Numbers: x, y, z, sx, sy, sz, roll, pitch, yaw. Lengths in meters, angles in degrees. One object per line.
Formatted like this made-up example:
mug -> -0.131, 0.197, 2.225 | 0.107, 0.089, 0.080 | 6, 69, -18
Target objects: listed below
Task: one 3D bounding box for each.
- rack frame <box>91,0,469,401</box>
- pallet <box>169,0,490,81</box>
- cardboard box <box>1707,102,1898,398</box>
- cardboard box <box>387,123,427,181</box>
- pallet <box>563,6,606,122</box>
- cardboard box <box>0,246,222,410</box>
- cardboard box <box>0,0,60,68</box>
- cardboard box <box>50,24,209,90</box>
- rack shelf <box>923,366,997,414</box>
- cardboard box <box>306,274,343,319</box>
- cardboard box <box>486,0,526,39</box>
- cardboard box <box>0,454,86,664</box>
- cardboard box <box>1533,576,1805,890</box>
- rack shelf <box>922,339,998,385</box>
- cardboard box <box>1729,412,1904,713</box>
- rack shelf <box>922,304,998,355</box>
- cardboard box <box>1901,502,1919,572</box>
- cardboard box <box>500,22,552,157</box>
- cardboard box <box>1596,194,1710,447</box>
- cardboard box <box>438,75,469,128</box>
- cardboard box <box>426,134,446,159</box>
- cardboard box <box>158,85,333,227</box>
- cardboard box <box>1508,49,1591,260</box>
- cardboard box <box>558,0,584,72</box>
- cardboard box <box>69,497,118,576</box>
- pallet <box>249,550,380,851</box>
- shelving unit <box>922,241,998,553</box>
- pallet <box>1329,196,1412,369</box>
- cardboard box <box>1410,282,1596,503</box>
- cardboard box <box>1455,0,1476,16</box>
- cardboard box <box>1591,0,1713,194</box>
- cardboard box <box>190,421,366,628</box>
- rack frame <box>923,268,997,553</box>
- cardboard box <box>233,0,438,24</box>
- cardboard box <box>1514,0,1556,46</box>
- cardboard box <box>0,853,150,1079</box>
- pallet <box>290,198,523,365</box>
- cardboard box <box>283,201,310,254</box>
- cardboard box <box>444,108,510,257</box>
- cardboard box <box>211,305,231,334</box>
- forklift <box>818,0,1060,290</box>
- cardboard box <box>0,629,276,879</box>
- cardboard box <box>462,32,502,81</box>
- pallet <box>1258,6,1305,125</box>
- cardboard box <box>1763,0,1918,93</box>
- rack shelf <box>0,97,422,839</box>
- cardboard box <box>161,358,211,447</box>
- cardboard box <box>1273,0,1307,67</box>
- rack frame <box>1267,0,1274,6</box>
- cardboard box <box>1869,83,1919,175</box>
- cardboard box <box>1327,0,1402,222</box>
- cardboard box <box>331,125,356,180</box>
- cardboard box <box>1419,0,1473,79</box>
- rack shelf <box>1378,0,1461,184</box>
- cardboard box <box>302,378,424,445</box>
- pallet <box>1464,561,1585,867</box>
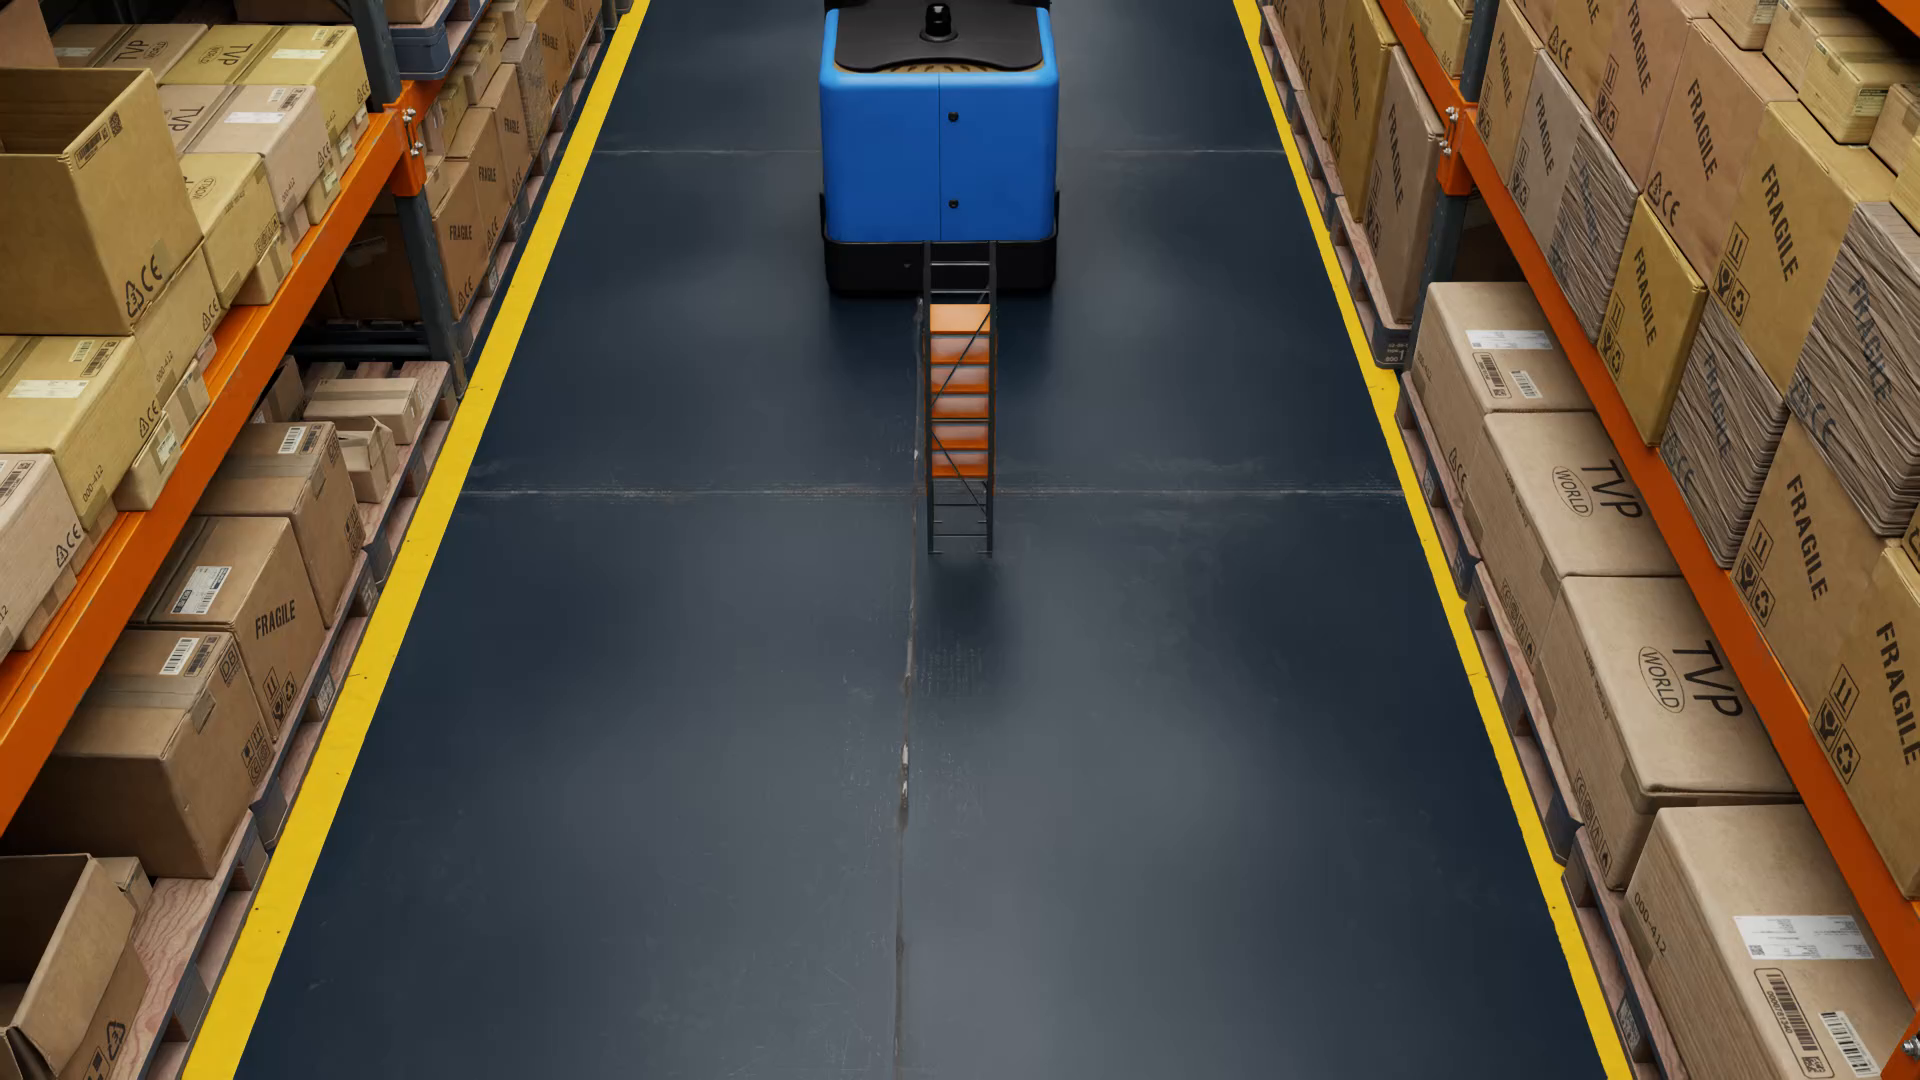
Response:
rack frame -> -2.591, -1.792, 6.087 | 1.000, 3.000, 0.127 | 0, 39, 0
pallet -> -2.482, -2.217, 6.771 | 1.003, 0.211, 1.213 | 0, 39, 0
cardboard box -> 2.112, -0.663, 3.799 | 0.500, 0.500, 0.500 | 0, 39, 0
cardboard box -> -2.386, -1.574, 6.722 | 0.380, 0.149, 0.250 | -1, 39, -1
pallet -> -2.632, -2.738, 9.498 | 1.003, 0.211, 1.213 | 0, 39, 0
cardboard box -> -2.344, -0.584, 4.462 | 0.500, 0.250, 0.500 | -1, 39, -1
cardboard box -> -2.855, -1.211, 4.644 | 0.500, 0.500, 0.500 | -1, 39, -1
cardboard box -> -2.860, -1.539, 5.654 | 0.500, 0.250, 0.500 | 0, 39, -1
rack shelf -> 0.000, -0.536, 5.839 | 0.258, 0.103, 0.180 | 0, 39, 0
cardboard box -> -2.887, -1.287, 7.121 | 0.500, 0.500, 0.500 | 0, 39, 0
cardboard box -> -2.368, -2.597, 8.236 | 0.380, 0.149, 0.250 | -2, 39, -2
cardboard box -> -2.318, 0.053, 3.667 | 0.500, 0.250, 0.500 | 0, 39, 0
cardboard box -> 2.267, 0.555, 4.872 | 0.875, 0.438, 0.875 | 1, 39, 1
rack shelf -> 0.000, -0.630, 5.764 | 0.258, 0.103, 0.180 | 0, 39, 0
cardboard box -> 2.127, 0.049, 3.710 | 0.500, 0.500, 0.500 | -1, 39, -1
rack shelf -> 0.000, -0.724, 5.689 | 0.258, 0.103, 0.180 | 0, 39, 0
cardboard box -> 2.139, -0.027, 3.005 | 0.500, 0.500, 0.500 | 1, 39, 1
cardboard box -> -2.367, -2.252, 8.325 | 0.500, 0.500, 0.500 | -1, 39, -2
cardboard box -> 2.103, -0.595, 4.514 | 0.500, 0.500, 0.500 | 1, 39, 1
cardboard box -> -2.428, -1.963, 7.445 | 0.380, 0.149, 0.250 | -1, 39, -1
cardboard box -> -2.403, -1.631, 7.031 | 0.380, 0.149, 0.250 | -1, 39, -1
cardboard box -> -2.331, -1.218, 5.253 | 0.500, 0.250, 0.500 | 0, 39, 0
cardboard box -> 2.108, -1.228, 5.304 | 0.500, 0.500, 0.500 | 0, 39, 0
cardboard box -> -2.390, -2.904, 9.139 | 0.500, 0.500, 0.500 | -1, 39, -1
cardboard box -> -2.339, -0.046, 4.109 | 0.380, 0.149, 0.250 | 1, 39, 1
pallet -> -2.587, 0.491, 5.469 | 1.003, 0.211, 1.213 | 0, 39, 0
shelving unit -> 0.000, -0.477, 5.886 | 0.258, 1.200, 0.189 | 0, 39, 0
pallet -> 2.297, -1.192, 7.569 | 1.003, 0.211, 1.213 | 0, 39, 0
cardboard box -> 2.266, -0.569, 6.275 | 0.875, 0.438, 0.875 | -1, 39, -1
cardboard box -> 2.129, -2.210, 6.329 | 0.500, 0.250, 0.500 | 0, 39, 0
cardboard box -> 2.115, -1.293, 4.585 | 0.500, 0.500, 0.500 | 1, 39, 1
cardboard box -> -2.455, -0.045, 5.571 | 0.700, 0.500, 0.500 | -1, 39, -2
rack frame -> 0.000, -0.420, 5.815 | 0.240, 1.200, 0.006 | 0, 39, 0
cardboard box -> -2.367, -2.297, 6.302 | 0.700, 0.500, 0.500 | 1, 39, 1
cardboard box -> 2.131, -1.929, 5.379 | 0.500, 0.500, 0.500 | 0, 39, 0
cardboard box -> -2.492, 1.137, 4.093 | 0.797, 0.503, 0.637 | -1, 39, -2
pallet -> -2.629, -1.212, 7.594 | 1.003, 0.211, 1.213 | 0, 39, 0
cardboard box -> -2.318, -1.005, 5.307 | 0.380, 0.149, 0.250 | 1, 39, 1
cardboard box -> -2.377, -1.616, 7.531 | 0.500, 0.500, 0.500 | -1, 39, -1
cardboard box -> -2.401, -0.684, 4.906 | 0.380, 0.149, 0.250 | 0, 39, 1
forklift -> -0.115, -3.172, 7.864 | 1.130, 2.935, 3.031 | -1, 39, -1
cardboard box -> -2.454, 0.604, 4.761 | 0.700, 0.500, 0.500 | 1, 39, 2
cardboard box -> -2.389, -2.274, 7.834 | 0.380, 0.149, 0.250 | 1, 39, 2
pallet -> 2.294, -2.718, 9.473 | 1.003, 0.211, 1.213 | 0, 39, 0
cardboard box -> 2.139, -1.165, 3.907 | 0.380, 0.149, 0.250 | 1, 39, 1
rack shelf -> -2.588, -0.260, 4.752 | 1.077, 0.370, 4.000 | 0, 39, 0
cardboard box -> -2.285, -0.368, 4.512 | 0.380, 0.149, 0.250 | 1, 39, 1
cardboard box -> 2.286, -3.202, 9.210 | 0.875, 0.875, 0.875 | 0, 39, 0
rack frame -> 2.368, -4.299, 9.216 | 1.000, 3.000, 0.127 | 0, 39, 0
cardboard box -> 2.180, -0.844, 3.506 | 0.380, 0.149, 0.250 | 0, 39, 0
cardboard box -> 2.284, -2.085, 7.816 | 0.875, 0.875, 0.875 | 1, 39, 1
cardboard box -> -2.316, -1.332, 5.714 | 0.380, 0.149, 0.250 | 1, 39, 1
cardboard box -> 2.120, -2.020, 6.491 | 0.500, 0.250, 0.500 | -1, 39, -1
rack shelf -> 2.371, -2.768, 7.880 | 1.077, 0.370, 4.000 | 0, 39, 0
cardboard box -> -2.296, -0.495, 6.413 | 0.380, 0.149, 0.250 | -1, 39, -1
pallet -> 2.300, 0.531, 5.419 | 1.003, 0.211, 1.213 | 0, 39, 0
